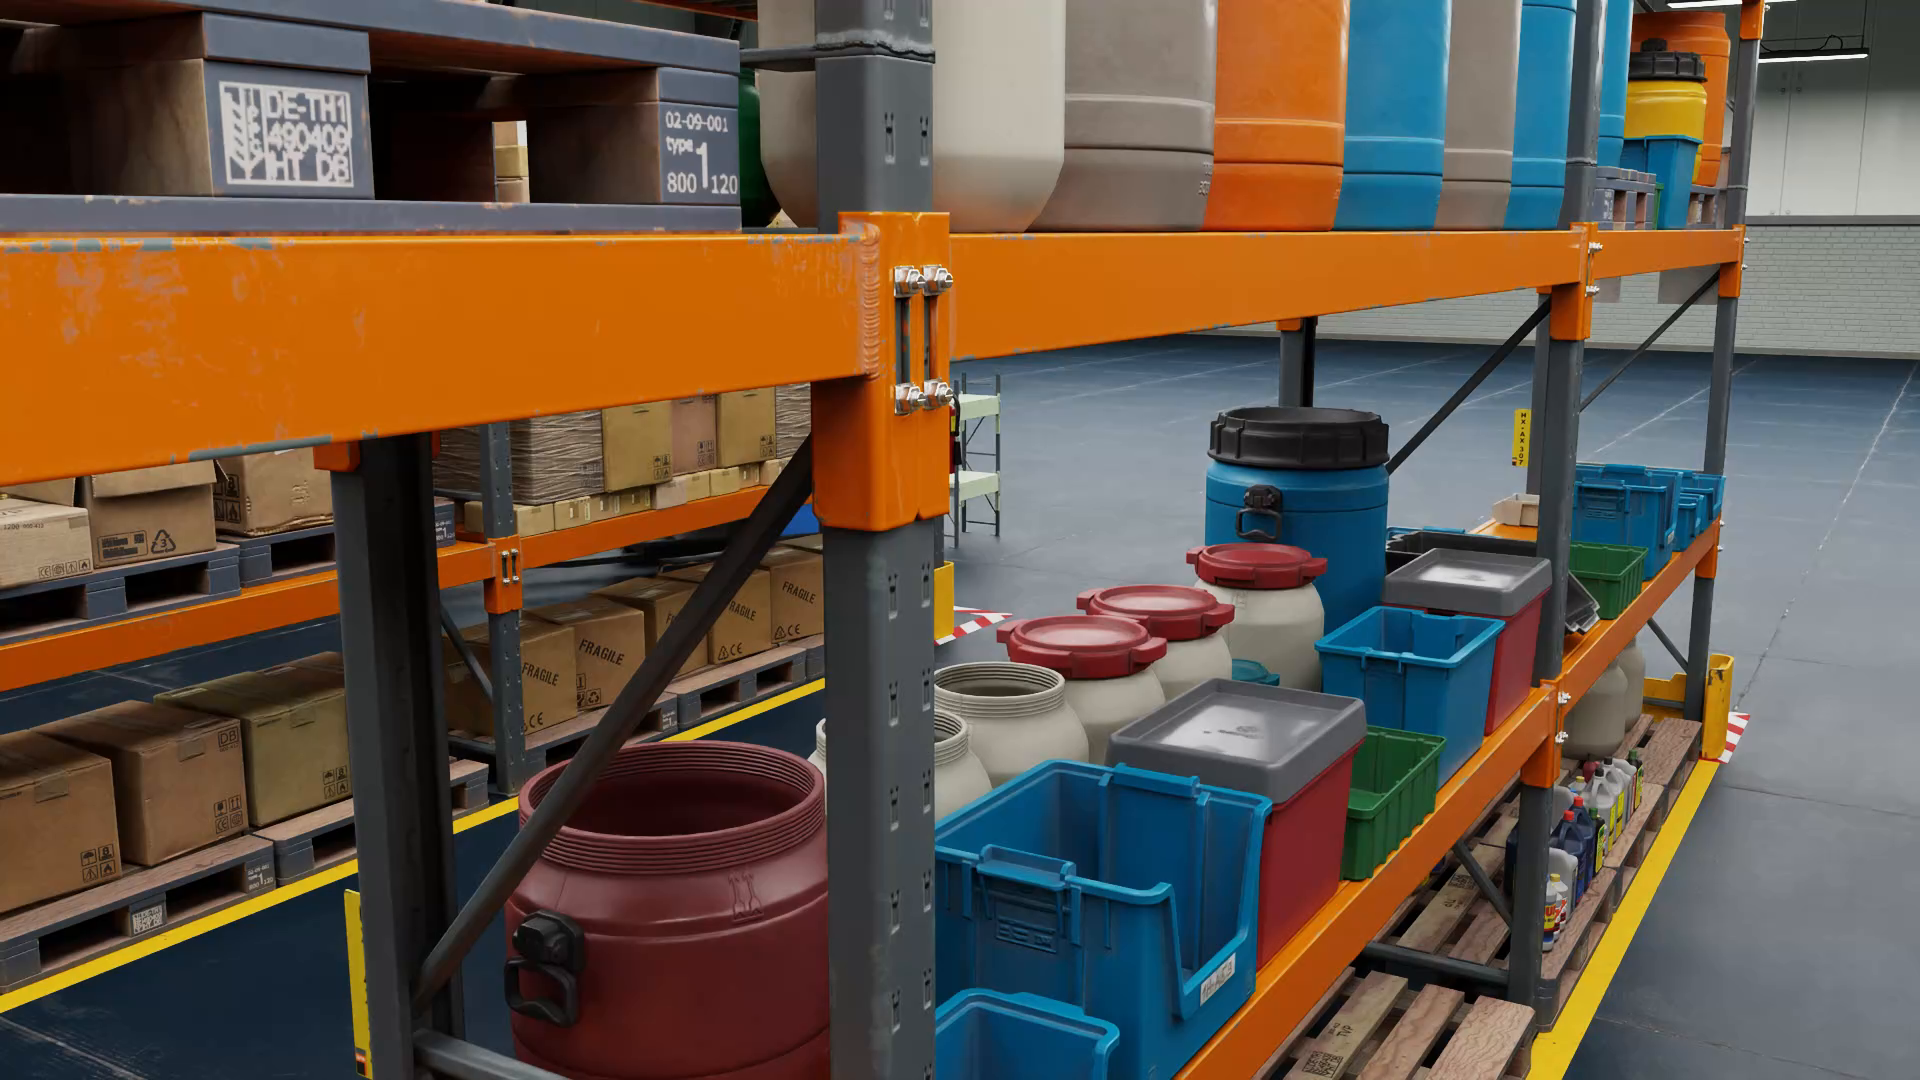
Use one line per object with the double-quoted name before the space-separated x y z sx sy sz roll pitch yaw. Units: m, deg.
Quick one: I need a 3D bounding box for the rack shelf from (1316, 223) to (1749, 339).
"rack shelf" 2.626 -1.197 7.295 1.077 0.370 4.000 6 12 31

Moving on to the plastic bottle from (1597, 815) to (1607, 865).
"plastic bottle" 2.626 1.238 6.892 0.097 0.201 0.097 0 11 0

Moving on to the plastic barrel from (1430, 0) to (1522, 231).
"plastic barrel" 1.169 -1.279 4.415 0.600 0.901 0.600 0 11 0

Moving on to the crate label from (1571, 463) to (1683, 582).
"crate label" 2.940 -0.093 7.497 0.502 0.435 0.616 6 12 31

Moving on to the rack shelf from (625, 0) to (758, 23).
"rack shelf" -1.608 -3.143 9.546 1.077 0.370 4.000 6 12 31

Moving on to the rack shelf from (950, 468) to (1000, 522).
"rack shelf" 0.003 -0.418 15.178 0.431 0.370 0.720 6 12 31

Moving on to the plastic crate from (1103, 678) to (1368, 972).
"plastic crate" 0.611 0.611 3.660 0.402 0.464 0.583 6 12 31

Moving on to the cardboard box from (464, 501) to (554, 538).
"cardboard box" -2.277 -0.116 8.402 0.380 0.149 0.250 6 12 31

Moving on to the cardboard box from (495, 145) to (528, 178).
"cardboard box" -2.214 -1.853 8.169 0.380 0.149 0.250 6 12 29

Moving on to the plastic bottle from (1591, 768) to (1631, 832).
"plastic bottle" 2.859 1.122 7.314 0.152 0.276 0.135 6 12 29

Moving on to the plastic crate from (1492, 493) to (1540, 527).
"plastic crate" 2.924 -0.151 8.621 0.298 0.136 0.250 6 12 31

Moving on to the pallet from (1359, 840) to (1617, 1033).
"pallet" 1.972 1.508 6.624 1.003 0.211 1.213 6 12 31

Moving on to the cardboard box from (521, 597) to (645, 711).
"cardboard box" -2.113 0.638 9.344 0.500 0.500 0.500 -9 14 -39

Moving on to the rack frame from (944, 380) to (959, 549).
"rack frame" -0.187 -0.681 14.810 0.400 1.500 0.023 6 12 31

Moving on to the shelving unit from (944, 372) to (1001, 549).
"shelving unit" 0.003 -0.738 15.118 0.431 1.500 0.755 6 12 31

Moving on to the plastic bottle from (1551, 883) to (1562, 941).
"plastic bottle" 2.180 1.374 6.171 0.097 0.201 0.097 0 11 0

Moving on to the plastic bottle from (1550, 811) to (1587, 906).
"plastic bottle" 2.361 1.237 6.494 0.144 0.351 0.185 7 13 32

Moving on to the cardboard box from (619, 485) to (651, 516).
"cardboard box" -1.908 -0.237 9.044 0.380 0.149 0.250 6 12 31

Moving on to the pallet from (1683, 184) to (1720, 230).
"pallet" 3.151 -1.651 8.281 1.003 0.211 1.213 6 12 31

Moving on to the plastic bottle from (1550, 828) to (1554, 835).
"plastic bottle" 2.333 1.242 6.685 0.097 0.271 0.097 0 11 0

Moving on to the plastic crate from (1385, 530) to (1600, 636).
"plastic crate" 1.968 0.199 6.205 0.767 0.338 0.504 6 12 31

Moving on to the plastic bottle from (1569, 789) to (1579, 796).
"plastic bottle" 2.650 1.180 7.204 0.097 0.201 0.097 0 11 0

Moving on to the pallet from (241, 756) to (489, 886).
"pallet" -3.049 1.259 7.954 1.003 0.211 1.213 6 12 31

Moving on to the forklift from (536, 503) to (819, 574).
"forklift" -2.318 -1.196 13.672 3.031 2.935 1.130 -6 12 -28

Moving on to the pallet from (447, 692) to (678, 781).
"pallet" -2.327 1.027 9.191 1.003 0.211 1.213 6 12 31

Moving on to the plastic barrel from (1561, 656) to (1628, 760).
"plastic barrel" 3.127 0.816 8.362 0.421 0.512 0.421 0 11 0

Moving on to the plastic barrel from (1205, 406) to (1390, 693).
"plastic barrel" 1.128 0.024 5.608 0.600 0.901 0.708 6 12 31

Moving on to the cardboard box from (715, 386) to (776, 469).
"cardboard box" -1.601 -0.733 9.934 0.875 0.500 0.500 6 12 31

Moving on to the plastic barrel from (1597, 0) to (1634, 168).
"plastic barrel" 2.195 -1.835 6.245 0.600 0.901 0.708 6 12 31

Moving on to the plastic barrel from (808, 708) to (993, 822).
"plastic barrel" -0.138 0.630 3.427 0.421 0.512 0.421 0 11 0

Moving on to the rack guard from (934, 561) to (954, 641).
"rack guard" -0.609 0.377 11.878 1.175 0.500 0.348 6 12 31

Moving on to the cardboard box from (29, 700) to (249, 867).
"cardboard box" -3.537 1.034 7.175 0.700 0.500 0.500 5 12 26

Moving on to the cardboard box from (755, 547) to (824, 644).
"cardboard box" -1.189 0.352 10.868 0.500 0.500 0.500 -10 14 -43

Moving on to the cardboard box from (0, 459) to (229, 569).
"cardboard box" -3.467 -0.210 6.800 0.797 0.503 0.637 8 13 36

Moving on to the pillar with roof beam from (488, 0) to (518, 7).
"pillar with roof beam" -4.505 -6.685 26.506 9.100 9.000 0.548 6 12 31

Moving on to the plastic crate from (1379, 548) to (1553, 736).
"plastic crate" 1.597 0.312 5.256 0.402 0.464 0.583 6 12 31

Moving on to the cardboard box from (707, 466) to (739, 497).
"cardboard box" -1.510 -0.353 9.669 0.380 0.149 0.250 6 12 31

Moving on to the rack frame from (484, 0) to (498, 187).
"rack frame" -2.646 -3.183 7.800 1.000 3.000 0.127 6 12 31

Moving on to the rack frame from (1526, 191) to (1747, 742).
"rack frame" 3.664 -0.391 9.185 1.000 3.000 0.127 6 12 31

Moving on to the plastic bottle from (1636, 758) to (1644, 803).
"plastic bottle" 3.085 1.099 7.635 0.097 0.201 0.097 0 11 0

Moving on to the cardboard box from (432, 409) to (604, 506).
"cardboard box" -2.359 -0.495 8.662 0.875 0.500 0.500 6 12 31

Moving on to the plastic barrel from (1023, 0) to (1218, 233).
"plastic barrel" 0.122 -0.962 2.721 0.600 0.901 0.600 0 11 0

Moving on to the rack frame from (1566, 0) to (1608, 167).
"rack frame" 1.587 -2.710 5.272 1.000 3.000 0.127 6 12 31

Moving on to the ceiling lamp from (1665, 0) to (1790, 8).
"ceiling lamp" 10.834 -8.922 22.590 2.000 3.185 0.800 6 12 31

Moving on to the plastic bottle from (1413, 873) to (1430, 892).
"plastic bottle" 1.798 1.209 6.642 0.144 0.351 0.185 6 12 31

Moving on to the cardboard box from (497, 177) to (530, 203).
"cardboard box" -2.193 -1.682 8.337 0.500 0.250 0.500 6 12 28

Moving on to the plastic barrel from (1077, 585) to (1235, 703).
"plastic barrel" 0.522 0.417 4.504 0.433 0.535 0.433 0 11 0

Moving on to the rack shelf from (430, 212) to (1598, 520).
"rack shelf" 0.549 -0.568 3.934 1.077 0.370 4.000 6 12 31
